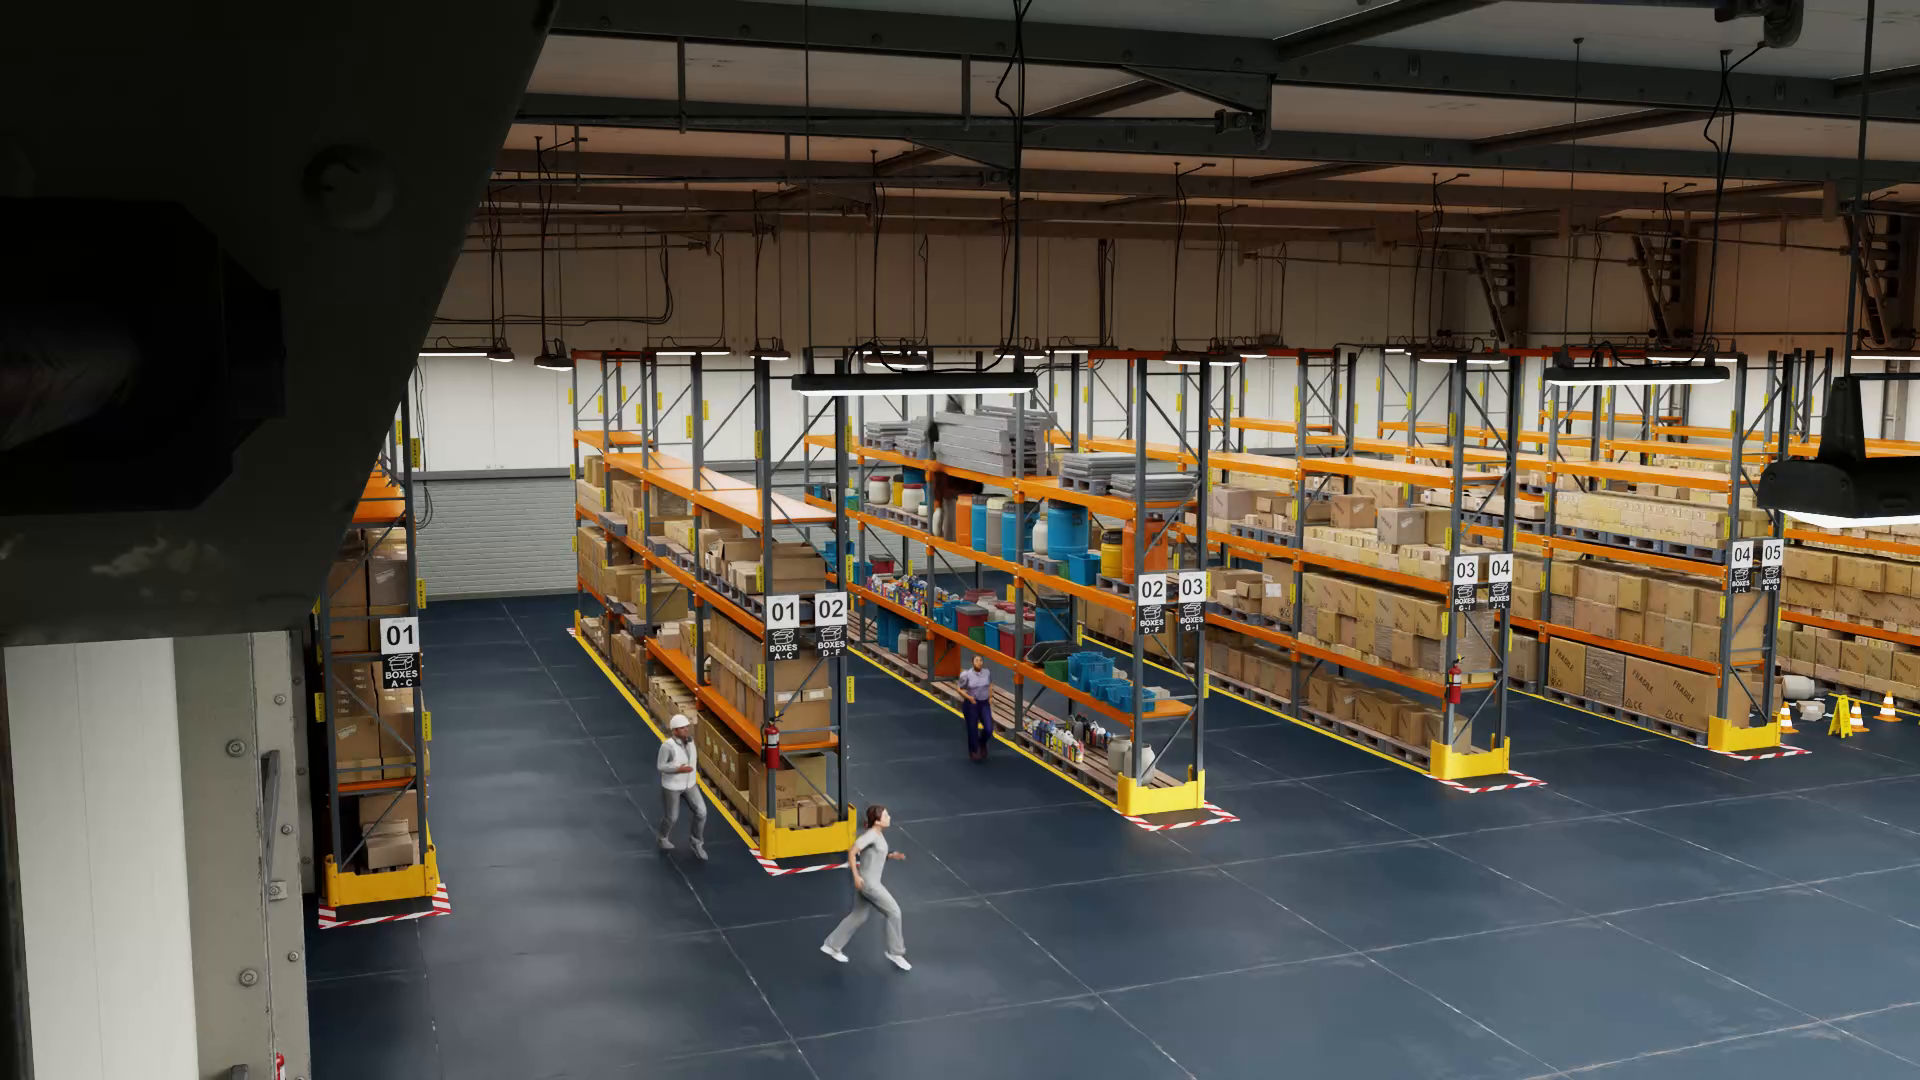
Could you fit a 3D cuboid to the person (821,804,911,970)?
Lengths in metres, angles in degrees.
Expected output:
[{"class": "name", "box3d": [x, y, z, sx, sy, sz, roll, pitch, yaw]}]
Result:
[{"class": "person", "box3d": [-0.939, 3.464, 16.543, 0.905, 1.703, 0.587, 0, 7, -1]}]

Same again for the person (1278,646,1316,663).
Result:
[{"class": "person", "box3d": [6.510, 1.593, 31.644, 0.865, 1.720, 0.677, -1, 7, -12]}]

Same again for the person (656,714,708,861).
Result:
[{"class": "person", "box3d": [-3.402, 2.979, 20.094, 0.671, 1.803, 0.817, -7, 10, -44]}]

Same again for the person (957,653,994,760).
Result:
[{"class": "person", "box3d": [0.248, 2.488, 24.612, 0.582, 1.586, 0.562, -2, 7, -16]}]
